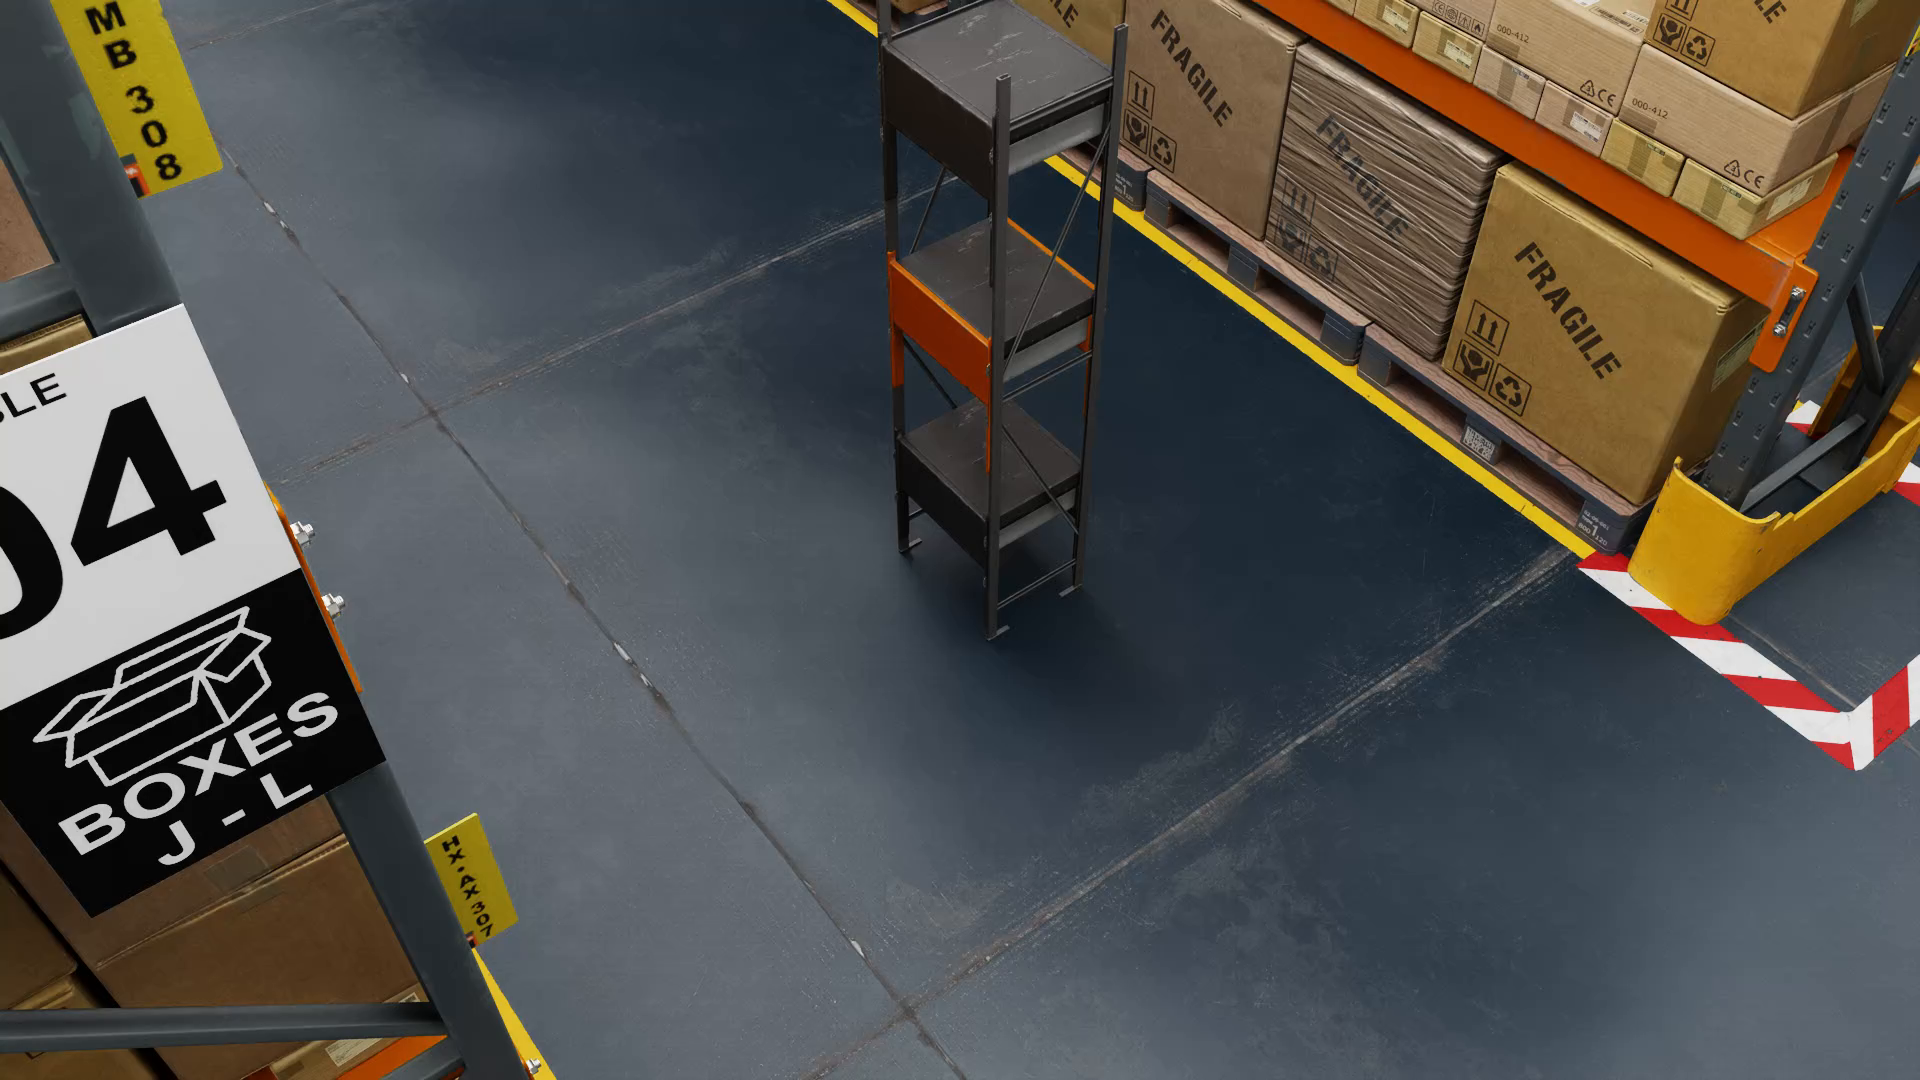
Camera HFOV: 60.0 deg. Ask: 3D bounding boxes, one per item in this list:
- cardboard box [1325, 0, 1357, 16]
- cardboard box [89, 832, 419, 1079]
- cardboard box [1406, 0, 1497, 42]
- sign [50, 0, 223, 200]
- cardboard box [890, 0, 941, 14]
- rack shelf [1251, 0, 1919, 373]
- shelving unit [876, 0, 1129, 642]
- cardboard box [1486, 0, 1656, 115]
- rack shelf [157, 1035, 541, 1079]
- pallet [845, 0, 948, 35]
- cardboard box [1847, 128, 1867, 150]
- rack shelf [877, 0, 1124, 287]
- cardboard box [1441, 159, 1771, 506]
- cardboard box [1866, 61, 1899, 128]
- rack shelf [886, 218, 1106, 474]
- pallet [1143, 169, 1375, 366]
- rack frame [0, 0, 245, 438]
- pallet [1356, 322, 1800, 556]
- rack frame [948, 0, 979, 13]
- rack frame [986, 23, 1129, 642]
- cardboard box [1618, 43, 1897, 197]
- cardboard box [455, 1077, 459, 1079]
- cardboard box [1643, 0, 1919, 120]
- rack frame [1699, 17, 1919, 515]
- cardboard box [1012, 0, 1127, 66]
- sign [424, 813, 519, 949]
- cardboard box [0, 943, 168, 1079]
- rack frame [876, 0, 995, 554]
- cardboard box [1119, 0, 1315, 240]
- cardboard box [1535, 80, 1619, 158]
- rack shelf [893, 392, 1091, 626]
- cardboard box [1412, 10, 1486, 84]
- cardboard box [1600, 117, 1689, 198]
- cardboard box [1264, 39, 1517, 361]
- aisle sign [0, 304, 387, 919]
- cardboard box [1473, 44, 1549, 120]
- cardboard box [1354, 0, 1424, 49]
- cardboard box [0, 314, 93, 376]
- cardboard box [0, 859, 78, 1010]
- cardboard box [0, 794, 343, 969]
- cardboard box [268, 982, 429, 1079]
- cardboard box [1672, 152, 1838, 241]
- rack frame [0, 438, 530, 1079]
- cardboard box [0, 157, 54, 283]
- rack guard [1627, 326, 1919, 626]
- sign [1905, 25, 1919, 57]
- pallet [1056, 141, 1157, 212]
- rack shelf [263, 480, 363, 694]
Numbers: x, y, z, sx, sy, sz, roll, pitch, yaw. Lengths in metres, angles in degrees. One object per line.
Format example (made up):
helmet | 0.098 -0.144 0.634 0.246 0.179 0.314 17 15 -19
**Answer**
cardboard box | 1.395 -1.961 5.673 0.380 0.149 0.250 -28 54 -23
cardboard box | -1.263 0.561 2.948 0.500 0.500 0.500 -27 53 -22
cardboard box | 1.678 -1.897 5.346 0.500 0.250 0.500 -31 55 -25
sign | -0.779 -0.461 1.529 0.100 0.325 0.005 -29 54 -24
cardboard box | -0.028 -3.236 7.810 1.225 0.875 0.875 -29 54 -24
rack shelf | 1.587 -2.019 6.042 1.077 0.370 4.000 -29 54 -24
shelving unit | 0.100 -0.608 4.884 0.431 2.100 0.503 -29 54 -24
cardboard box | 1.987 -1.597 5.074 0.500 0.250 0.500 -30 55 -25
rack shelf | -2.422 0.146 4.079 1.077 0.370 4.000 -29 54 -24
pallet | -0.151 -2.925 8.259 1.003 0.211 1.213 -29 54 -24
cardboard box | 2.845 -1.355 5.123 0.380 0.149 0.250 -29 54 -24
rack shelf | 0.100 -1.069 4.375 0.431 0.518 0.480 -29 54 -24
cardboard box | 2.347 -0.851 5.647 0.875 0.875 0.875 -29 54 -24
cardboard box | 2.722 -1.535 5.018 0.500 0.250 0.500 -31 55 -25
rack shelf | 0.100 -0.598 4.894 0.431 0.518 0.480 -29 54 -24
pallet | 1.517 -1.300 6.786 1.003 0.211 1.213 -29 54 -24
rack frame | -1.211 -0.931 0.520 1.000 3.000 0.127 -29 54 -24
pallet | 2.251 -0.582 6.135 1.003 0.211 1.213 -29 54 -24
rack frame | 0.376 -3.440 6.844 1.000 3.000 0.127 -29 54 -24
rack frame | 0.248 -0.464 4.753 0.400 2.100 0.015 -29 54 -24
cardboard box | 2.293 -1.298 4.803 0.500 0.250 0.500 -30 55 -25
cardboard box | -1.258 1.239 3.841 0.380 0.149 0.250 -32 55 -26
cardboard box | 2.294 -1.553 4.527 0.500 0.500 0.500 -29 54 -24
rack frame | 2.798 -1.082 4.706 1.000 3.000 0.127 -29 54 -24
cardboard box | 0.712 -2.443 7.091 0.875 0.875 0.875 -29 54 -24
sign | -0.779 0.549 2.643 0.100 0.325 0.005 -29 54 -24
cardboard box | -1.688 0.801 2.731 0.500 0.500 0.500 -28 54 -23
rack frame | -0.048 -0.752 5.014 0.400 2.100 0.015 -29 54 -24
cardboard box | 1.257 -1.912 6.609 0.875 0.875 0.875 -29 54 -24
cardboard box | 2.009 -1.361 5.129 0.380 0.149 0.250 -29 54 -24
rack shelf | 0.100 -0.128 5.412 0.431 0.518 0.480 -29 54 -24
cardboard box | 1.701 -1.661 5.401 0.380 0.149 0.250 -31 55 -25
cardboard box | 2.161 -1.212 4.994 0.380 0.149 0.250 -29 54 -24
cardboard box | 1.796 -1.387 6.134 0.875 0.875 0.875 -29 54 -24
aisle sign | -0.928 0.119 1.863 0.394 0.787 0.004 -29 54 -24
cardboard box | 1.859 -1.509 5.263 0.380 0.149 0.250 -29 54 -23
cardboard box | 1.543 -1.814 5.539 0.380 0.149 0.250 -29 54 -24
cardboard box | -1.279 -0.253 2.031 0.500 0.250 0.500 -28 53 -23
cardboard box | -1.686 0.456 2.369 0.500 0.500 0.500 -30 55 -25
cardboard box | -1.271 0.230 2.573 0.500 0.500 0.500 -30 54 -24
cardboard box | -1.146 0.830 3.143 0.380 0.149 0.250 -30 54 -24
cardboard box | 2.320 -1.060 4.856 0.380 0.149 0.250 -28 54 -23
rack frame | -1.211 1.084 2.743 1.000 3.000 0.127 -29 54 -24
cardboard box | -1.276 -0.423 1.848 0.500 0.250 0.500 -29 54 -23
rack guard | 2.812 -0.228 5.619 1.175 0.500 0.348 -29 54 -24
sign | 2.357 -1.315 3.976 0.100 0.325 0.005 -29 54 -24
pallet | 0.774 -2.020 7.439 1.003 0.211 1.213 -29 54 -24
rack shelf | -2.422 -0.862 2.967 1.077 0.370 4.000 -29 54 -24
